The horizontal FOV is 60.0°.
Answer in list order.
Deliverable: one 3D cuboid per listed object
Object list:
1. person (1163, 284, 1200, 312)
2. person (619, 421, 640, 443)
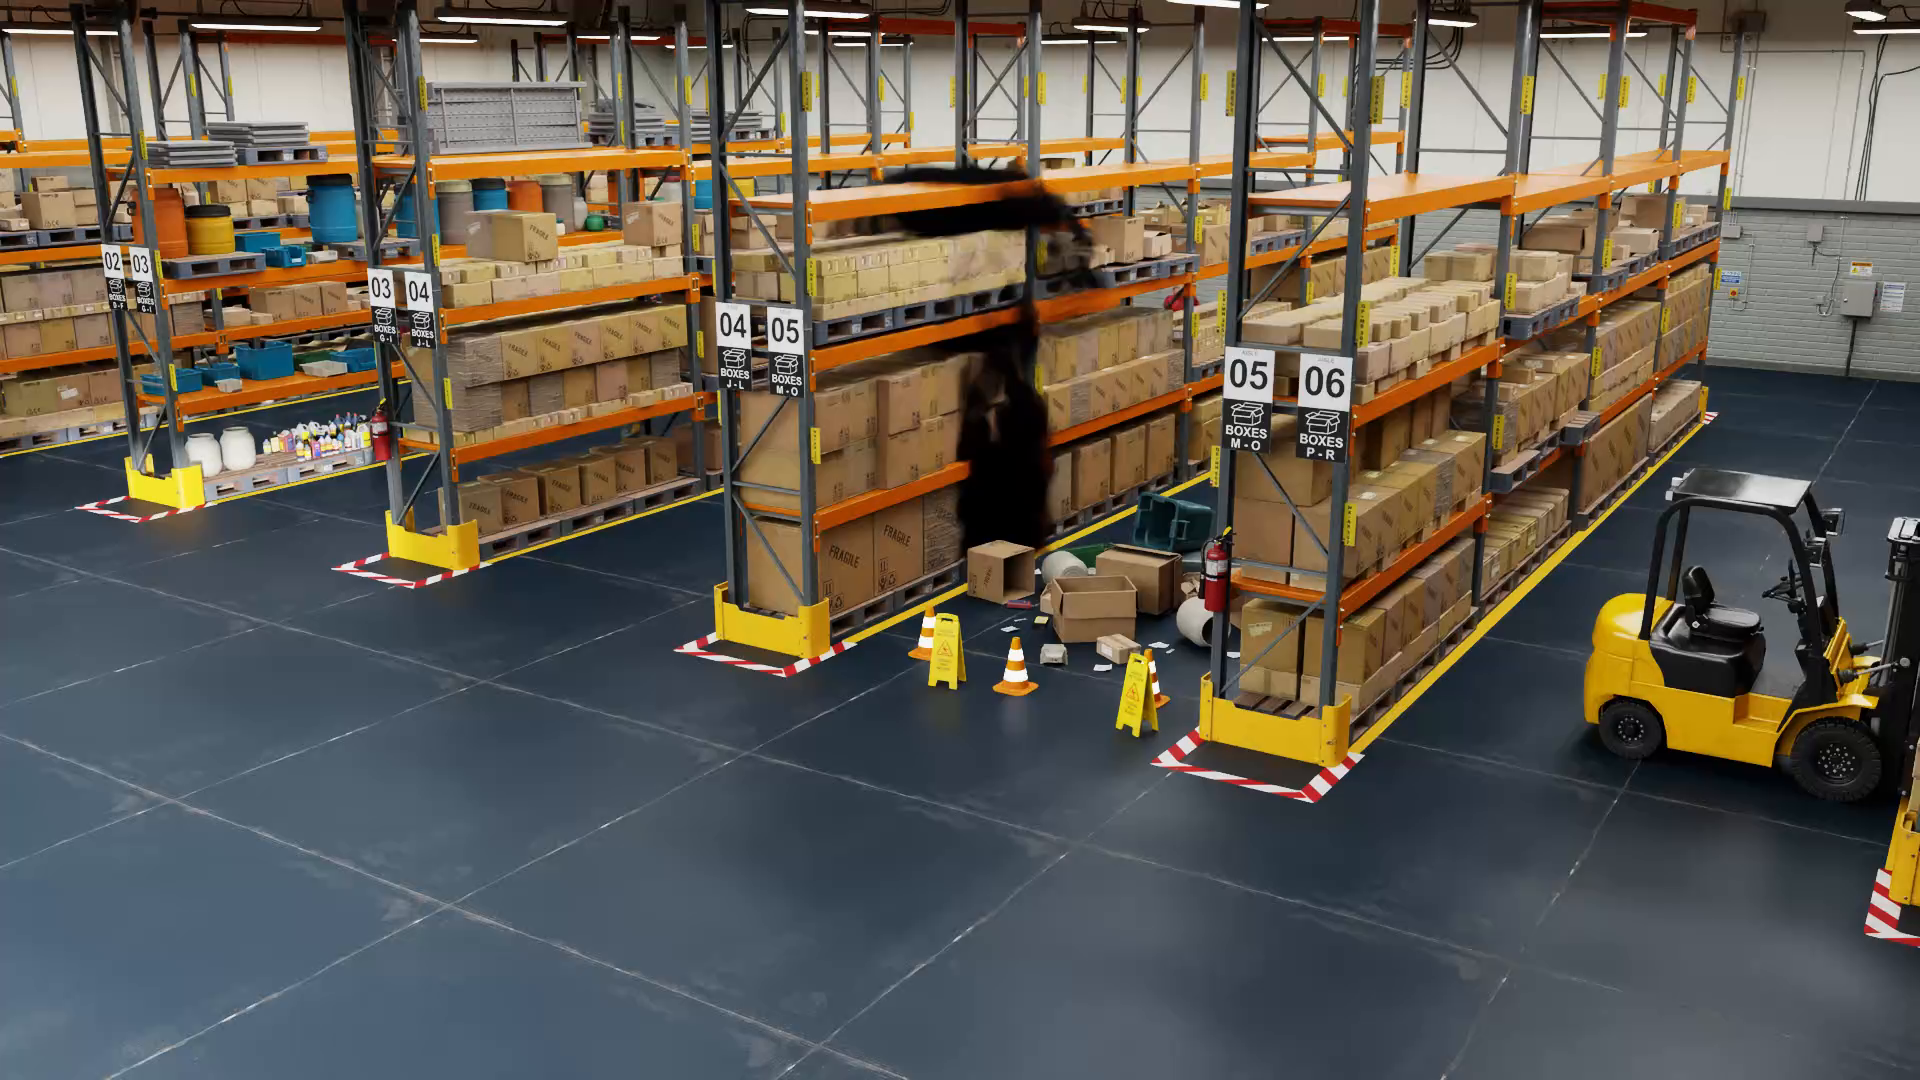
[{"bbox_3d":[4.029,-3.795,29.900,0.797,1.555,0.666,3,16,11],"label":"person"},{"bbox_3d":[-4.865,-2.298,24.178,0.695,1.776,0.908,4,16,13],"label":"person"}]
